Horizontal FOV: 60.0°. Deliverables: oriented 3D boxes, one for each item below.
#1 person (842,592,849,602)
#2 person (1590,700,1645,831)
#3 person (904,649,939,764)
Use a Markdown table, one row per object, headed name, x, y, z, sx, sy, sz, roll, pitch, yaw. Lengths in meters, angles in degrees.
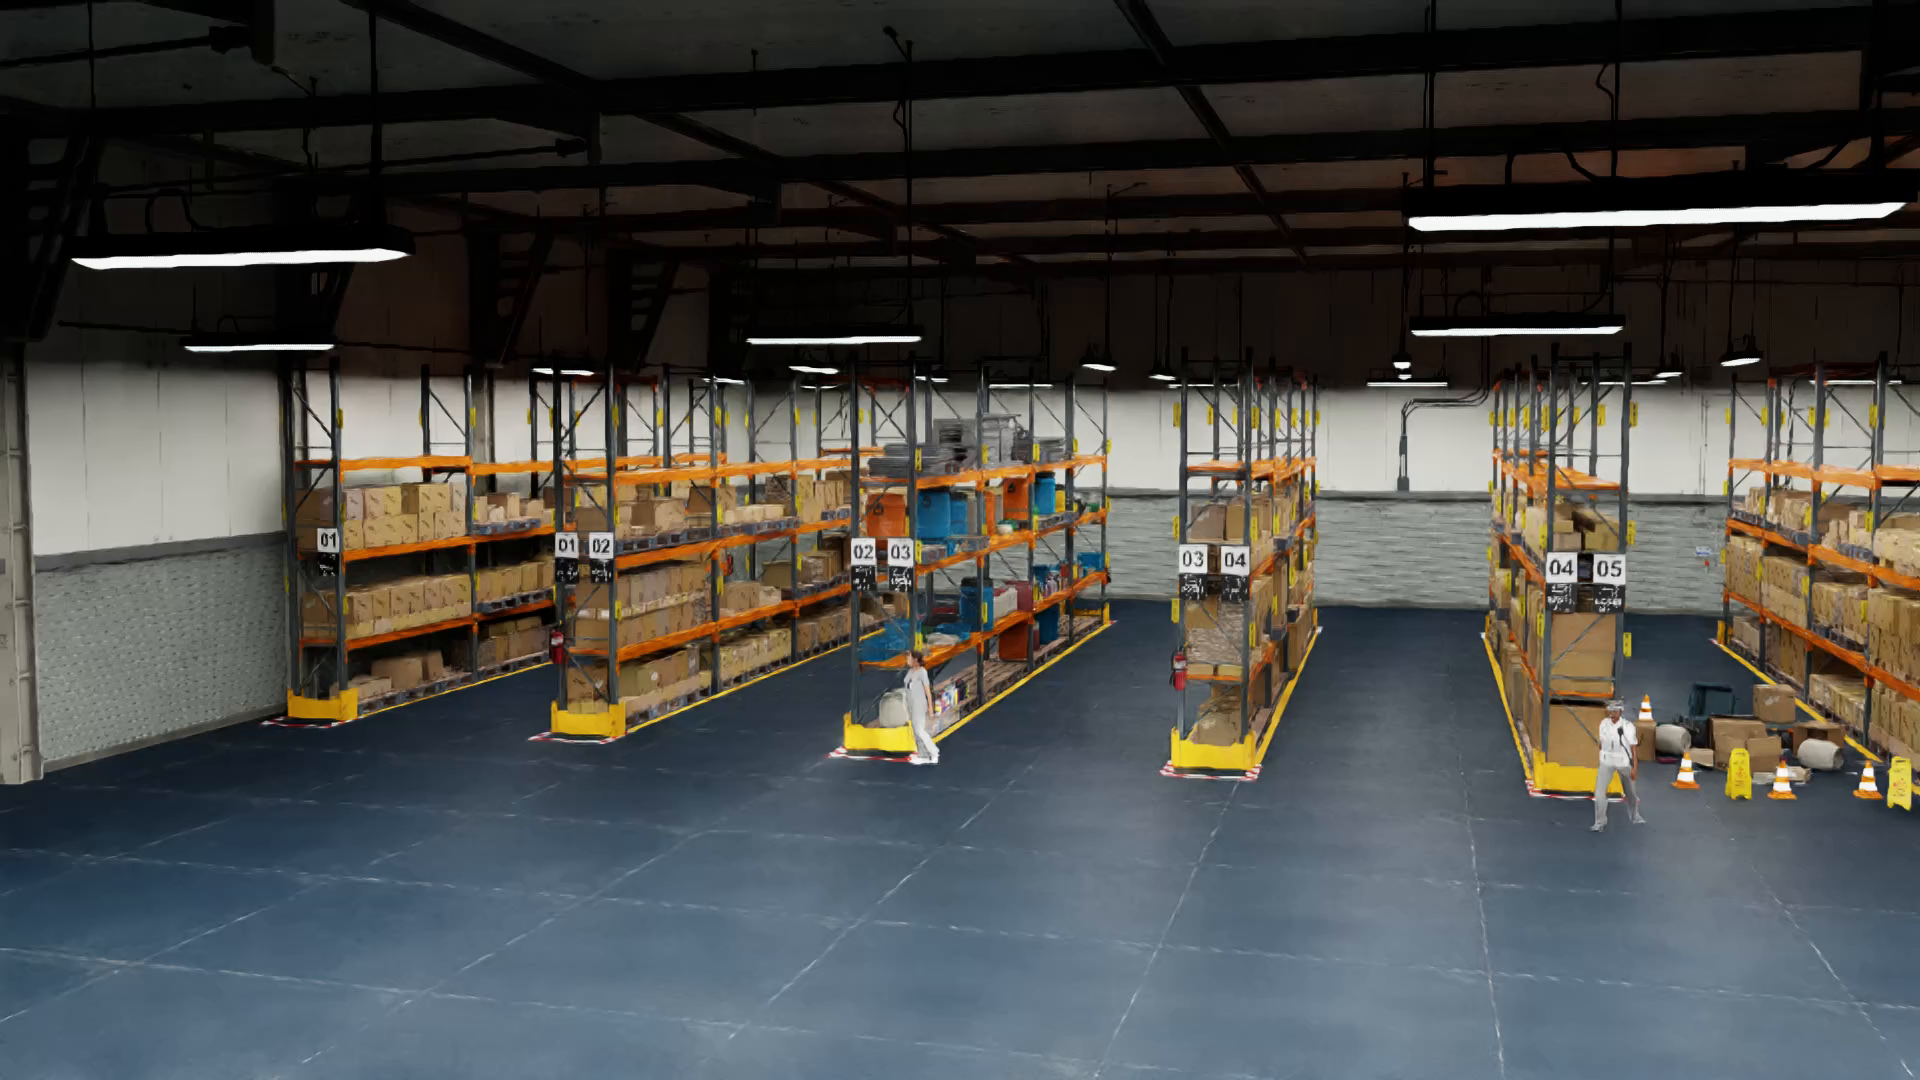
| name | x | y | z | sx | sy | sz | roll | pitch | yaw |
| --- | --- | --- | --- | --- | --- | --- | --- | --- | --- |
| person | -2.814 | 1.037 | 43.116 | 0.598 | 1.619 | 0.507 | 1 | 4 | 14 |
| person | 8.008 | 2.710 | 20.205 | 0.505 | 1.610 | 0.933 | 3 | 5 | 36 |
| person | -0.547 | 2.409 | 24.040 | 0.443 | 1.653 | 0.592 | -3 | 5 | -32 |
